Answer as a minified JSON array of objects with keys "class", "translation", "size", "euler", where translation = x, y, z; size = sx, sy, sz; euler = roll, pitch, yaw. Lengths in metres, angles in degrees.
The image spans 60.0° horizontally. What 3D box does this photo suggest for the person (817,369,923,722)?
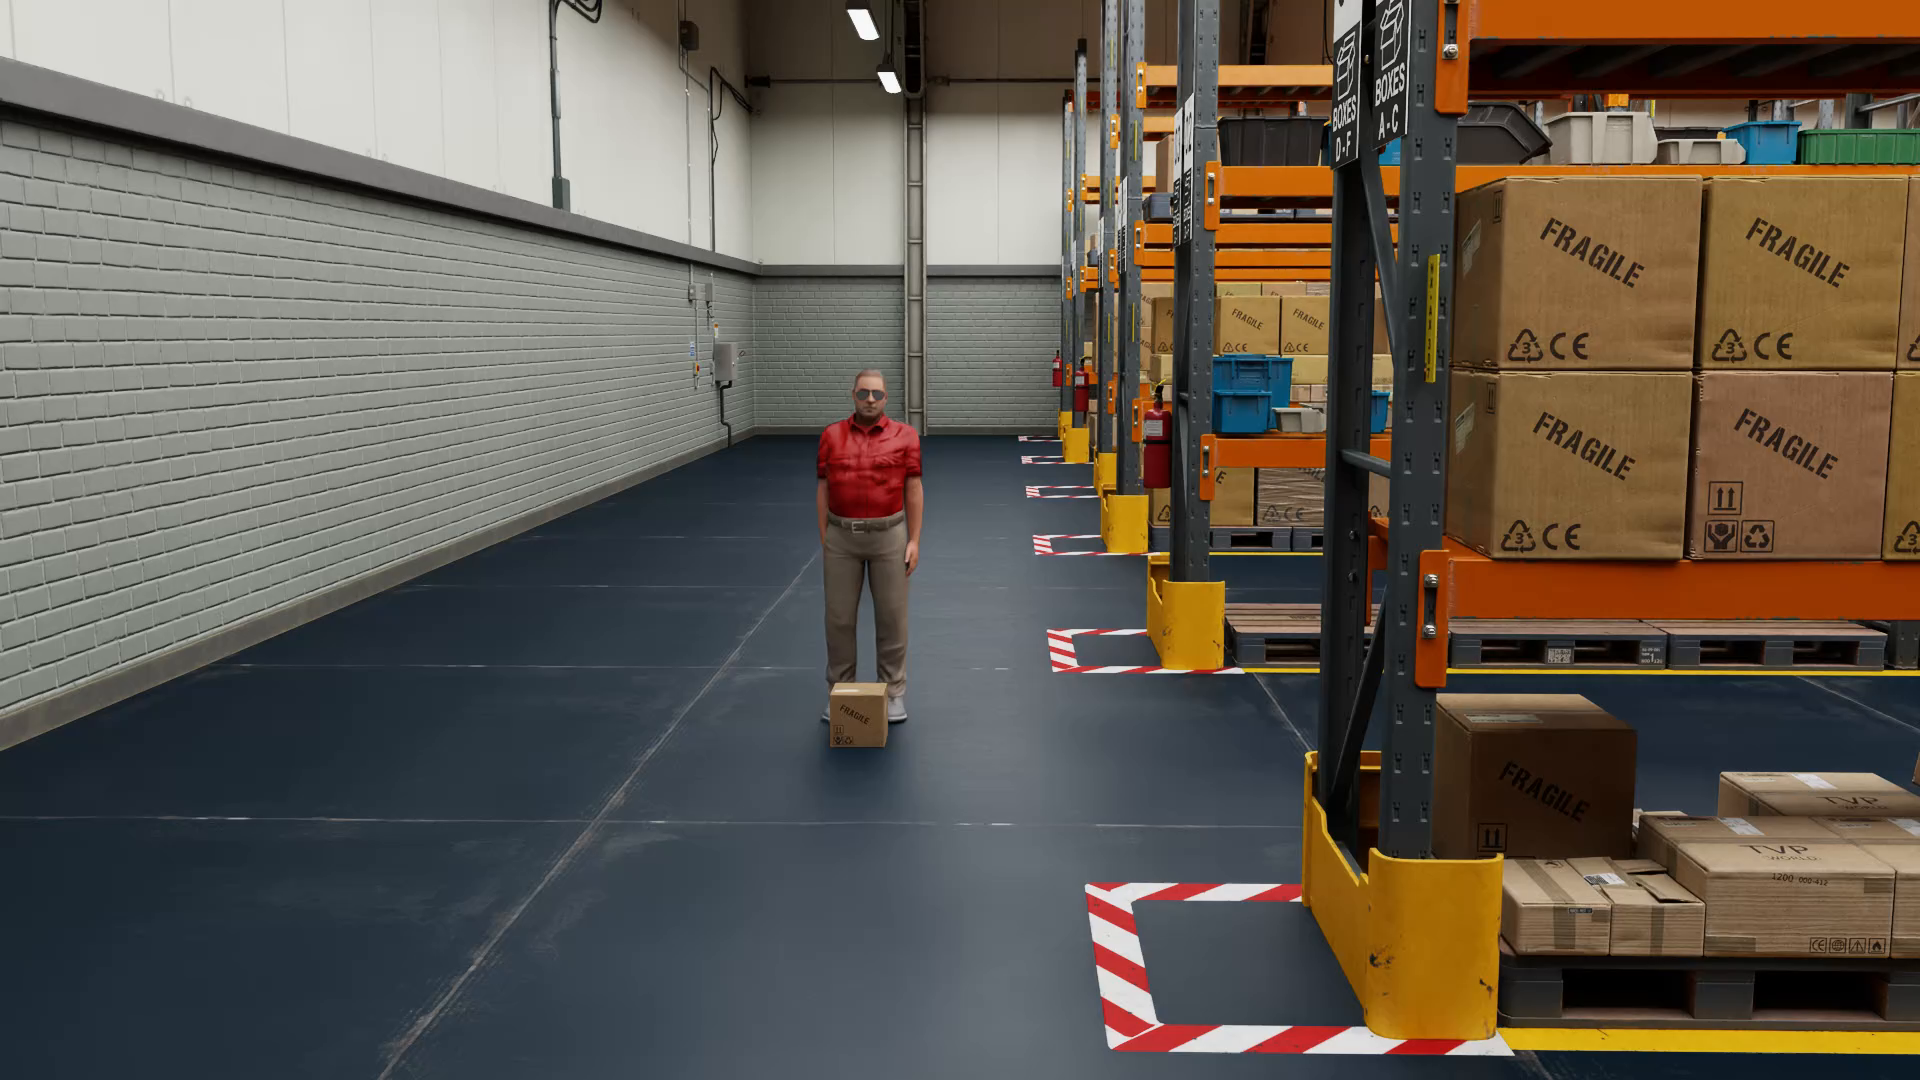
[{"class":"person","translation":[-0.444,0.027,8.154],"size":[0.527,1.724,0.360],"euler":[0,7,3]}]
